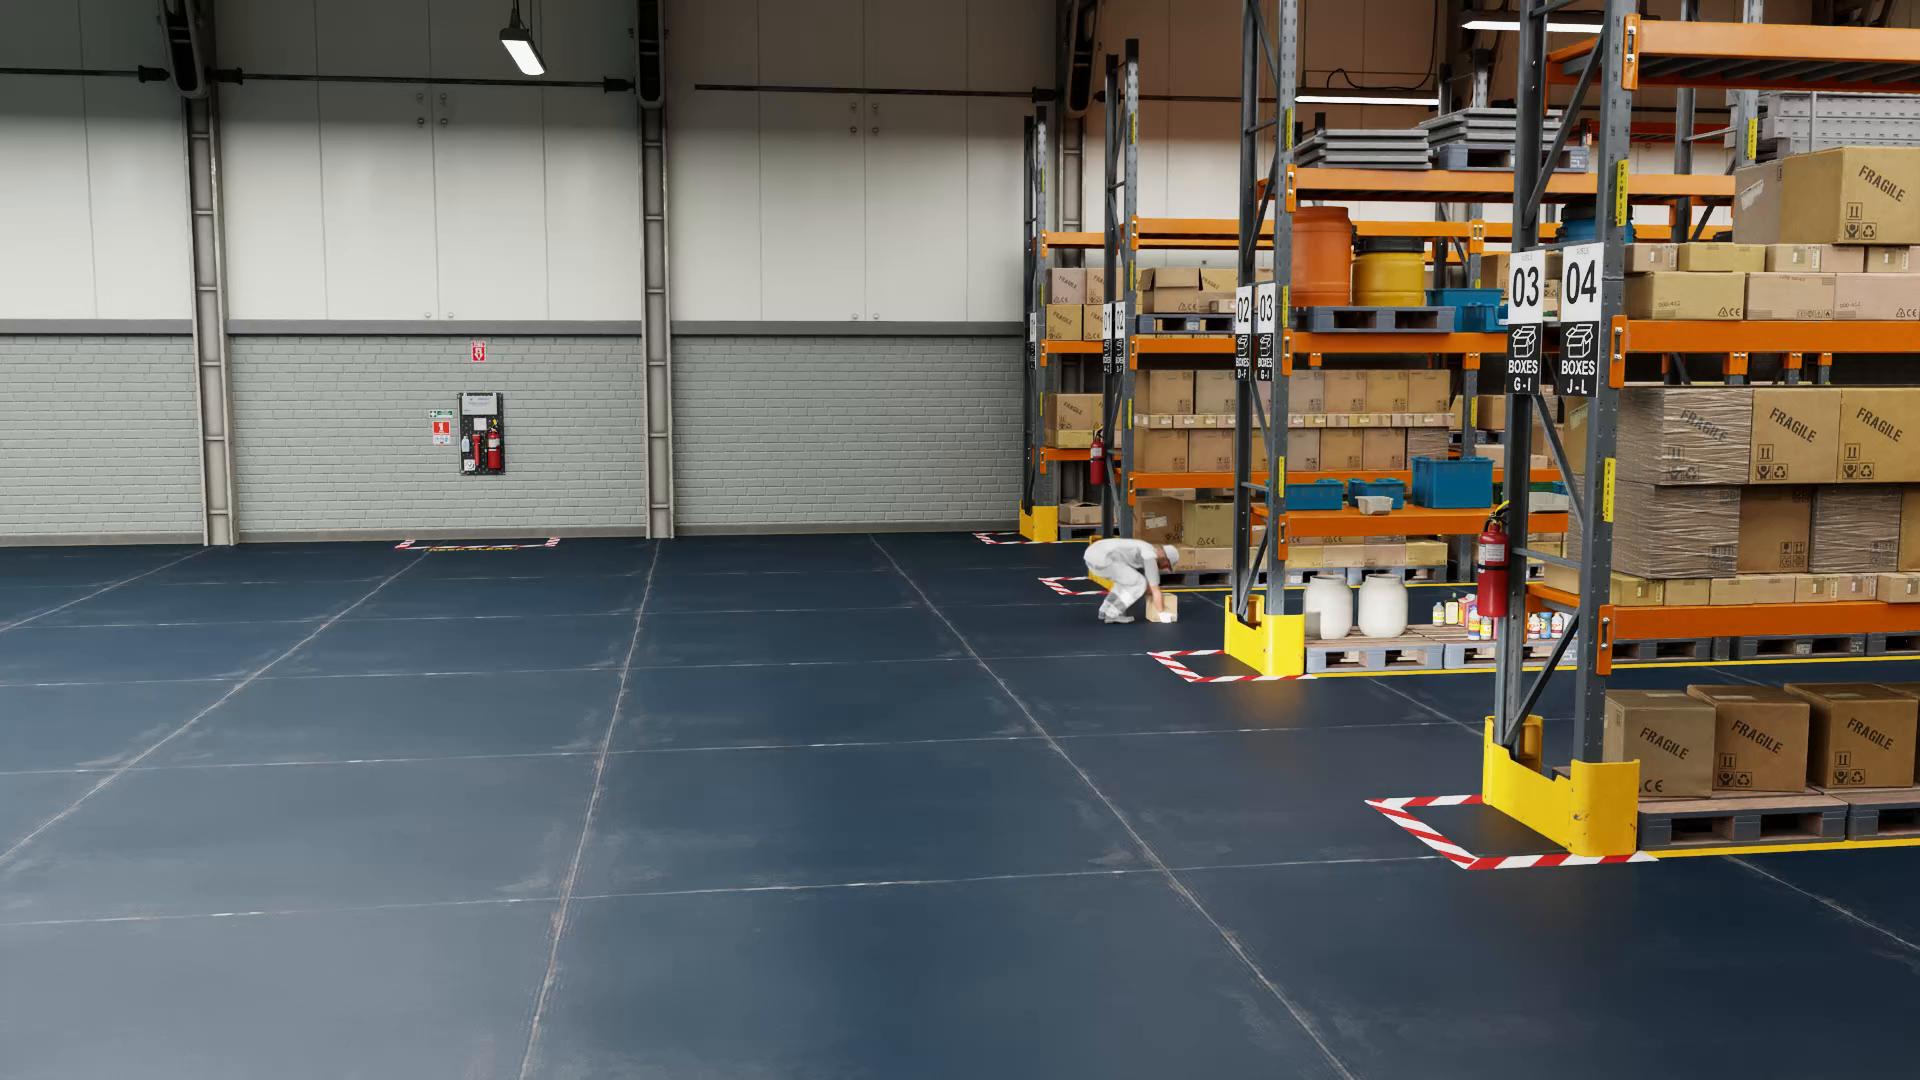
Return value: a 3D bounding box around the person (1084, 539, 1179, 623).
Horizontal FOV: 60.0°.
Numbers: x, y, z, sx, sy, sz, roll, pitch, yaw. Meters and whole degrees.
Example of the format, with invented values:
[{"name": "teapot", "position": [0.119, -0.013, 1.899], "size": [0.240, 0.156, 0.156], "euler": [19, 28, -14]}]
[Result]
[{"name": "person", "position": [1.705, 0.405, 16.461], "size": [0.967, 0.842, 0.530], "euler": [-1, 7, -10]}]
